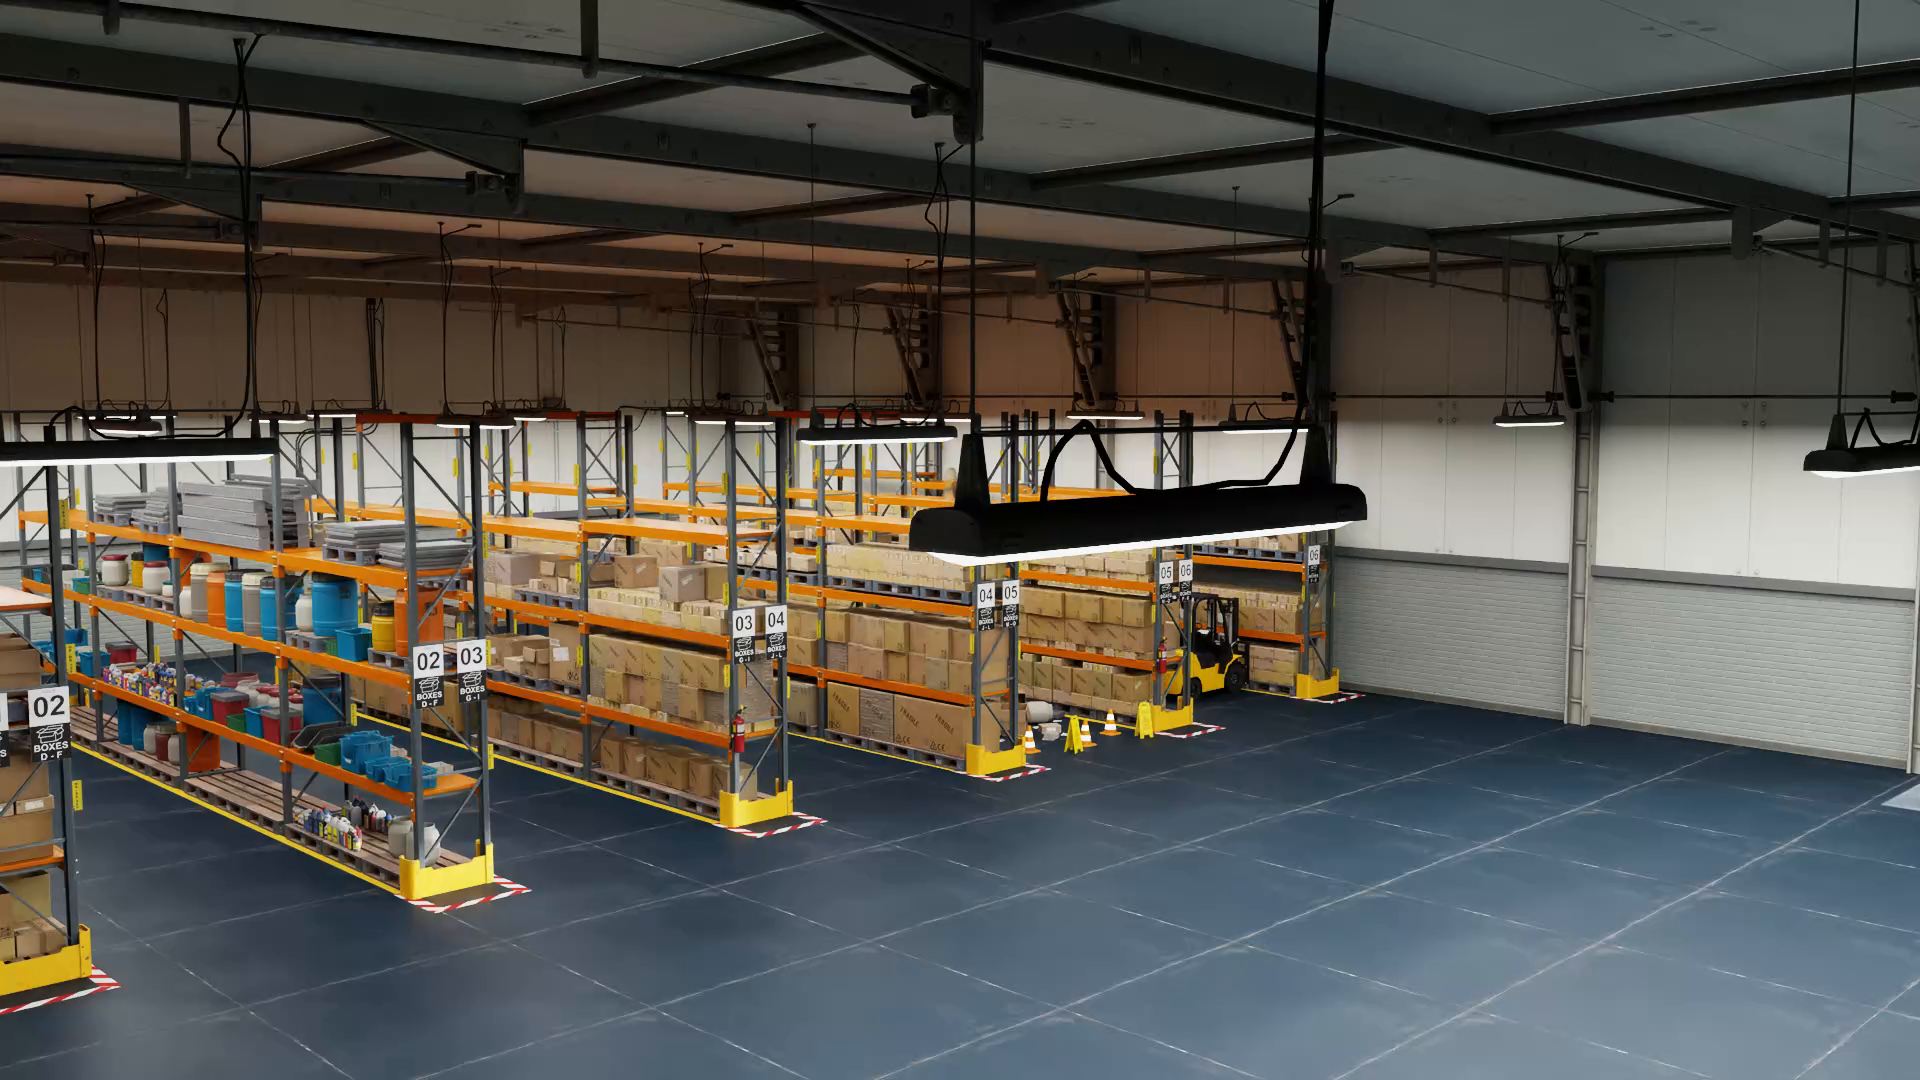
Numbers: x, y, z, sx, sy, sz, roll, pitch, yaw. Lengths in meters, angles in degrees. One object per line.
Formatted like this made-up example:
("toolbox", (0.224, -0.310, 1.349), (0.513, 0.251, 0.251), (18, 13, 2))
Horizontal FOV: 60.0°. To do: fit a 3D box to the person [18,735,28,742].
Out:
("person", (-16.679, 2.940, 29.309), (0.876, 1.702, 0.650), (4, 7, 41))
